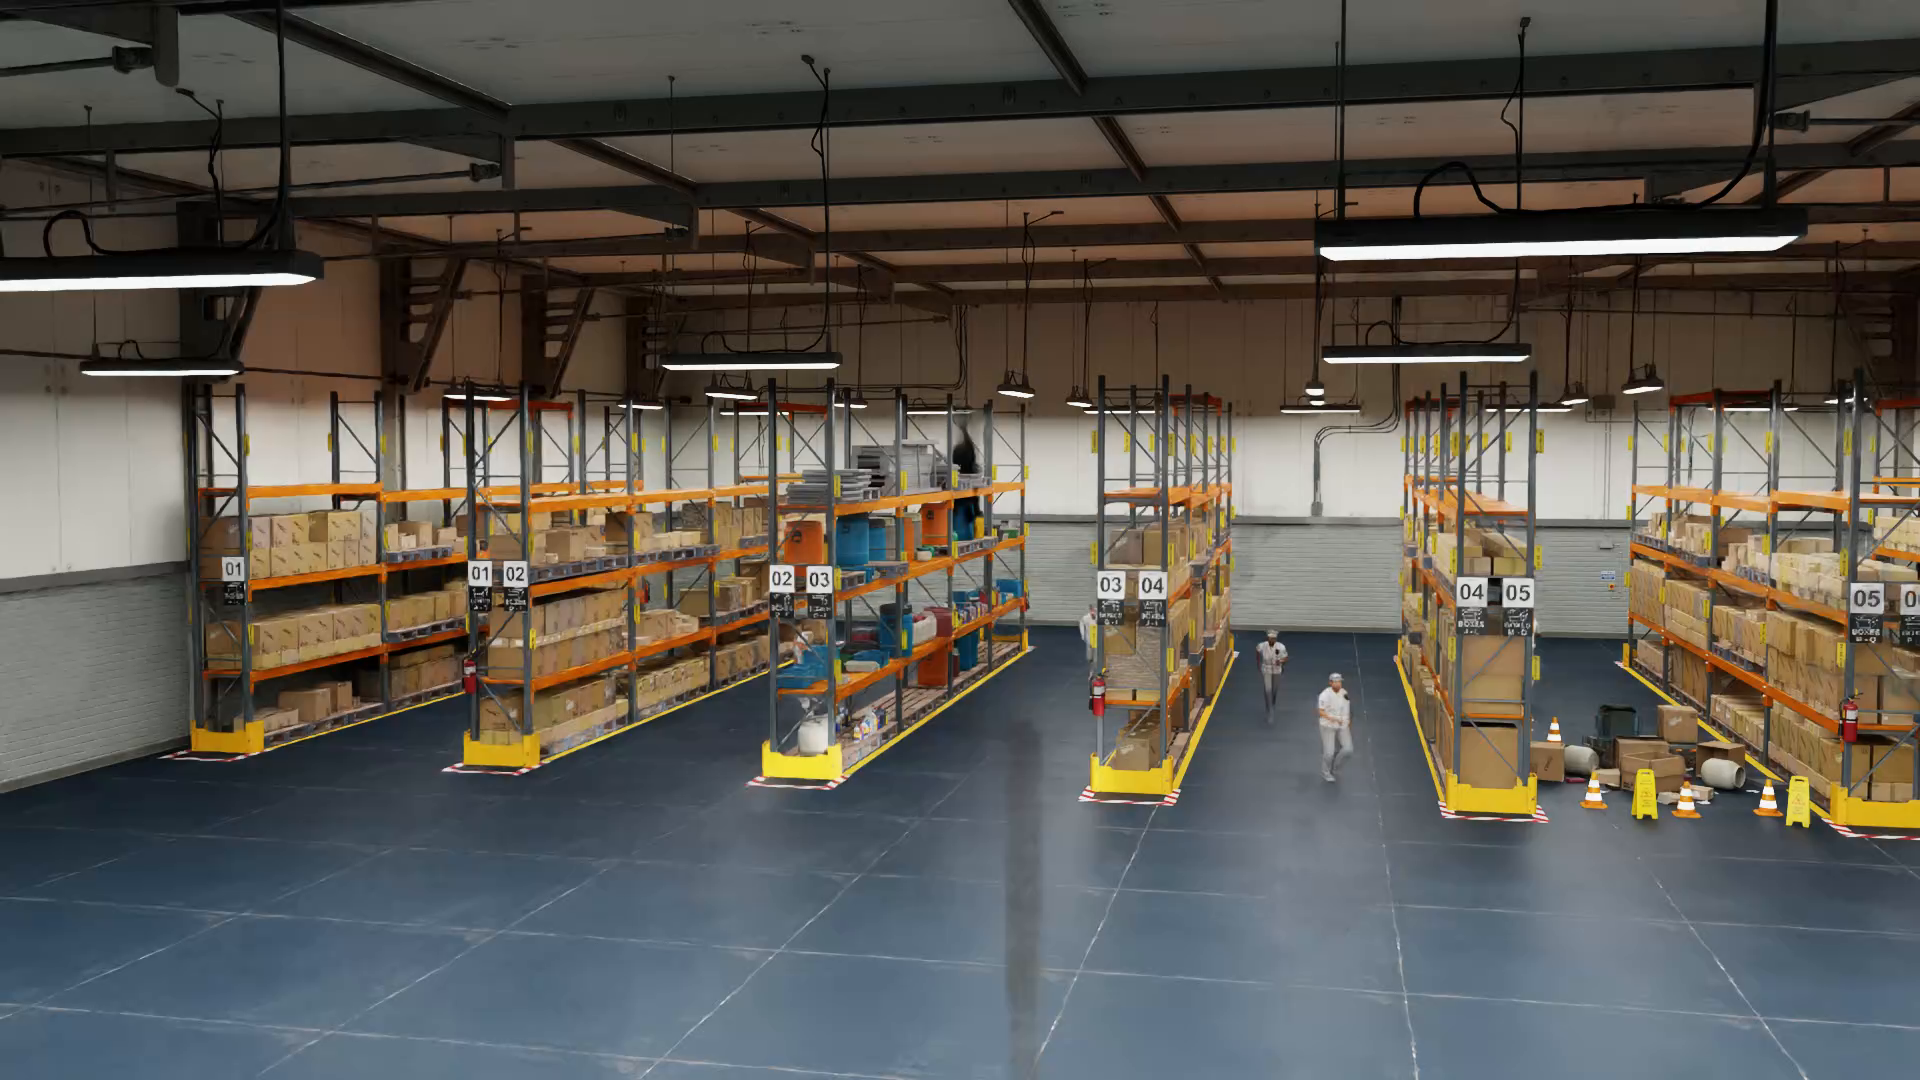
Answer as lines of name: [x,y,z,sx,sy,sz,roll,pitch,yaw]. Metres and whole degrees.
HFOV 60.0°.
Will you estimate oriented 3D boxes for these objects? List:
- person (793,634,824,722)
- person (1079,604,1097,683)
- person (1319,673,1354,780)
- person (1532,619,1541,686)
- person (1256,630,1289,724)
person: [-2.700,2.484,30.288,0.662,1.618,1.090,1,3,20]
person: [2.687,2.073,33.502,0.605,1.616,0.670,1,3,9]
person: [5.594,2.775,24.667,0.583,1.620,0.667,-1,3,-16]
person: [11.316,2.204,33.358,0.681,1.807,0.985,0,3,7]
person: [5.682,2.453,30.285,0.579,1.697,0.985,0,3,6]
